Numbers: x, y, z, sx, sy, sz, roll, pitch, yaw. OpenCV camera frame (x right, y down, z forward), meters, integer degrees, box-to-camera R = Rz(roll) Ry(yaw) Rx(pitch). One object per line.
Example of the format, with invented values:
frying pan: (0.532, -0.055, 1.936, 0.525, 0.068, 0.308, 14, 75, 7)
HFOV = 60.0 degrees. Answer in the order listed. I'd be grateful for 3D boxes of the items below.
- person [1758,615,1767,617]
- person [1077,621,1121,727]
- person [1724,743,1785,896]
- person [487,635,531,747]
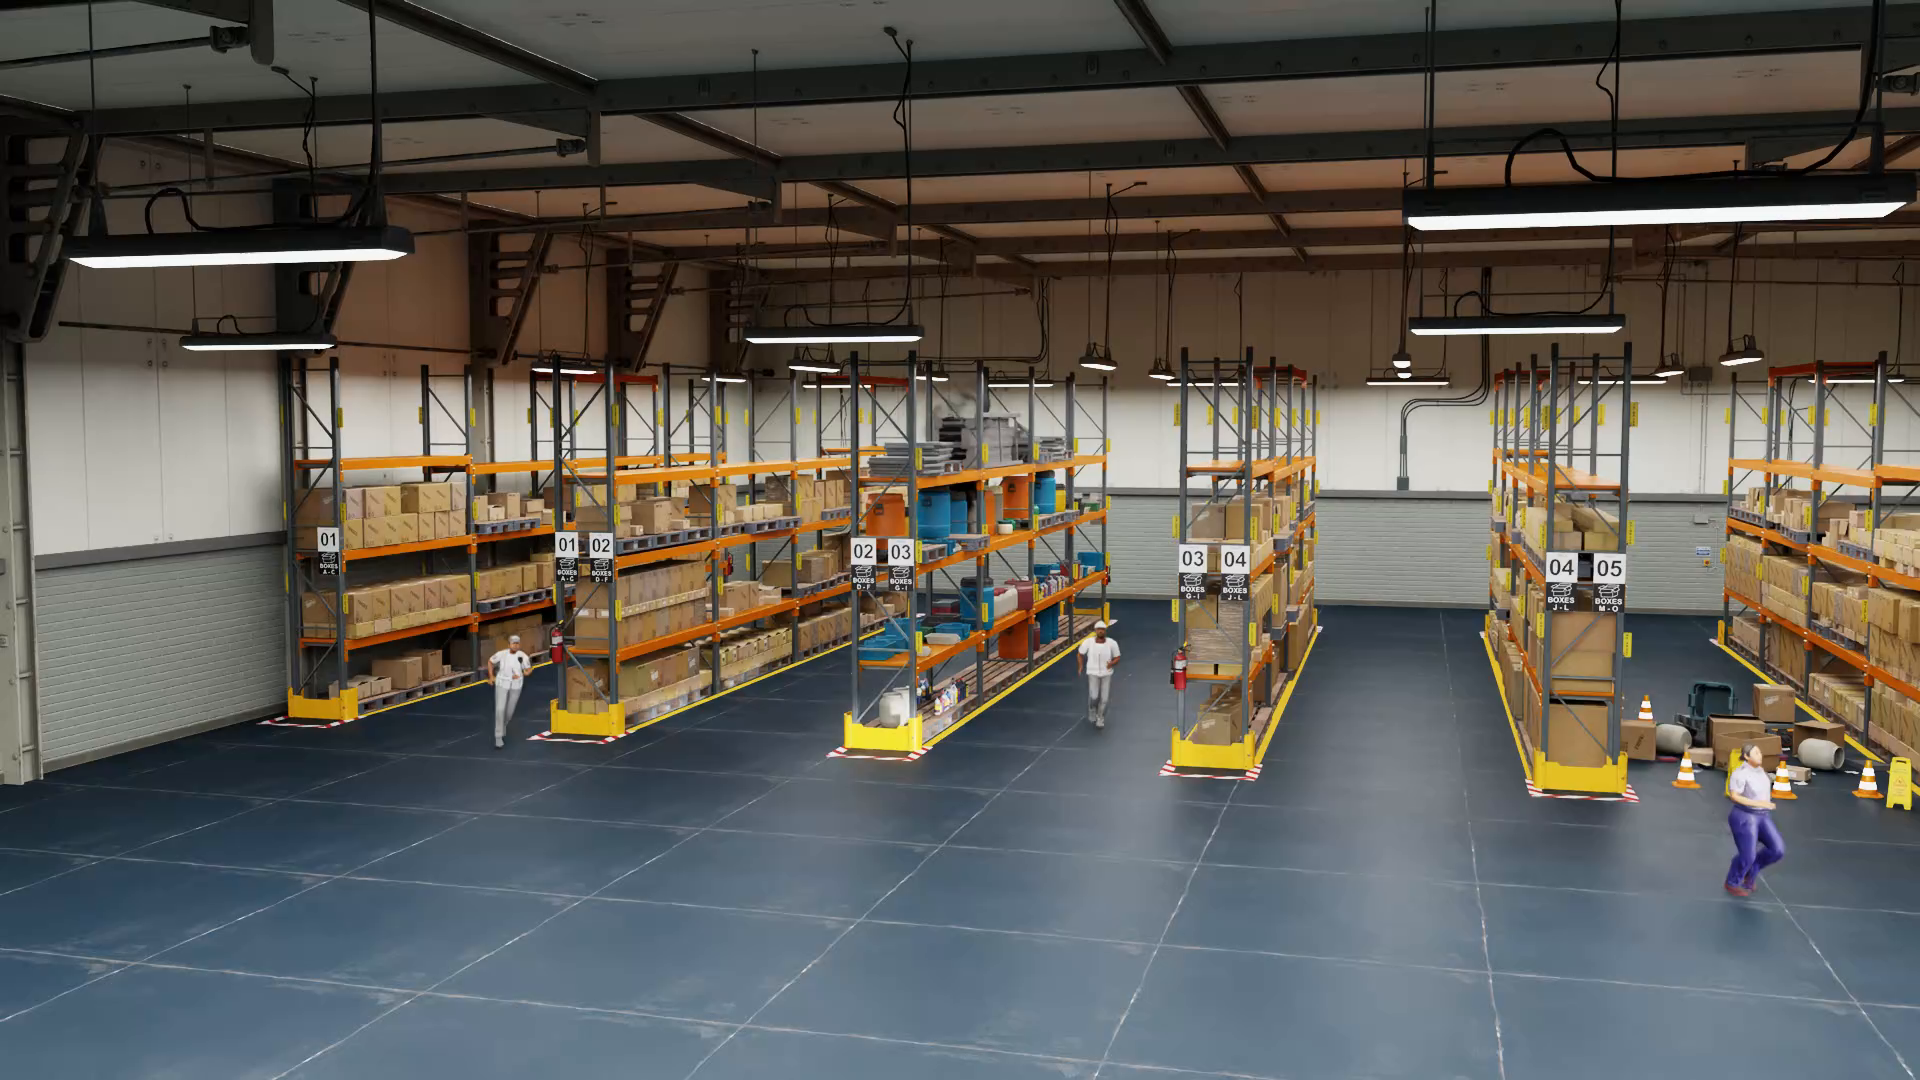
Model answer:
person: (18.262, 1.360, 37.635, 0.734, 1.762, 1.021, -3, 5, -33)
person: (2.245, 2.167, 26.781, 0.690, 1.721, 0.597, 0, 4, 1)
person: (8.255, 2.923, 17.300, 0.661, 1.605, 0.570, -3, 5, -32)
person: (-6.965, 2.307, 25.751, 0.636, 1.679, 0.884, -2, 5, -24)
